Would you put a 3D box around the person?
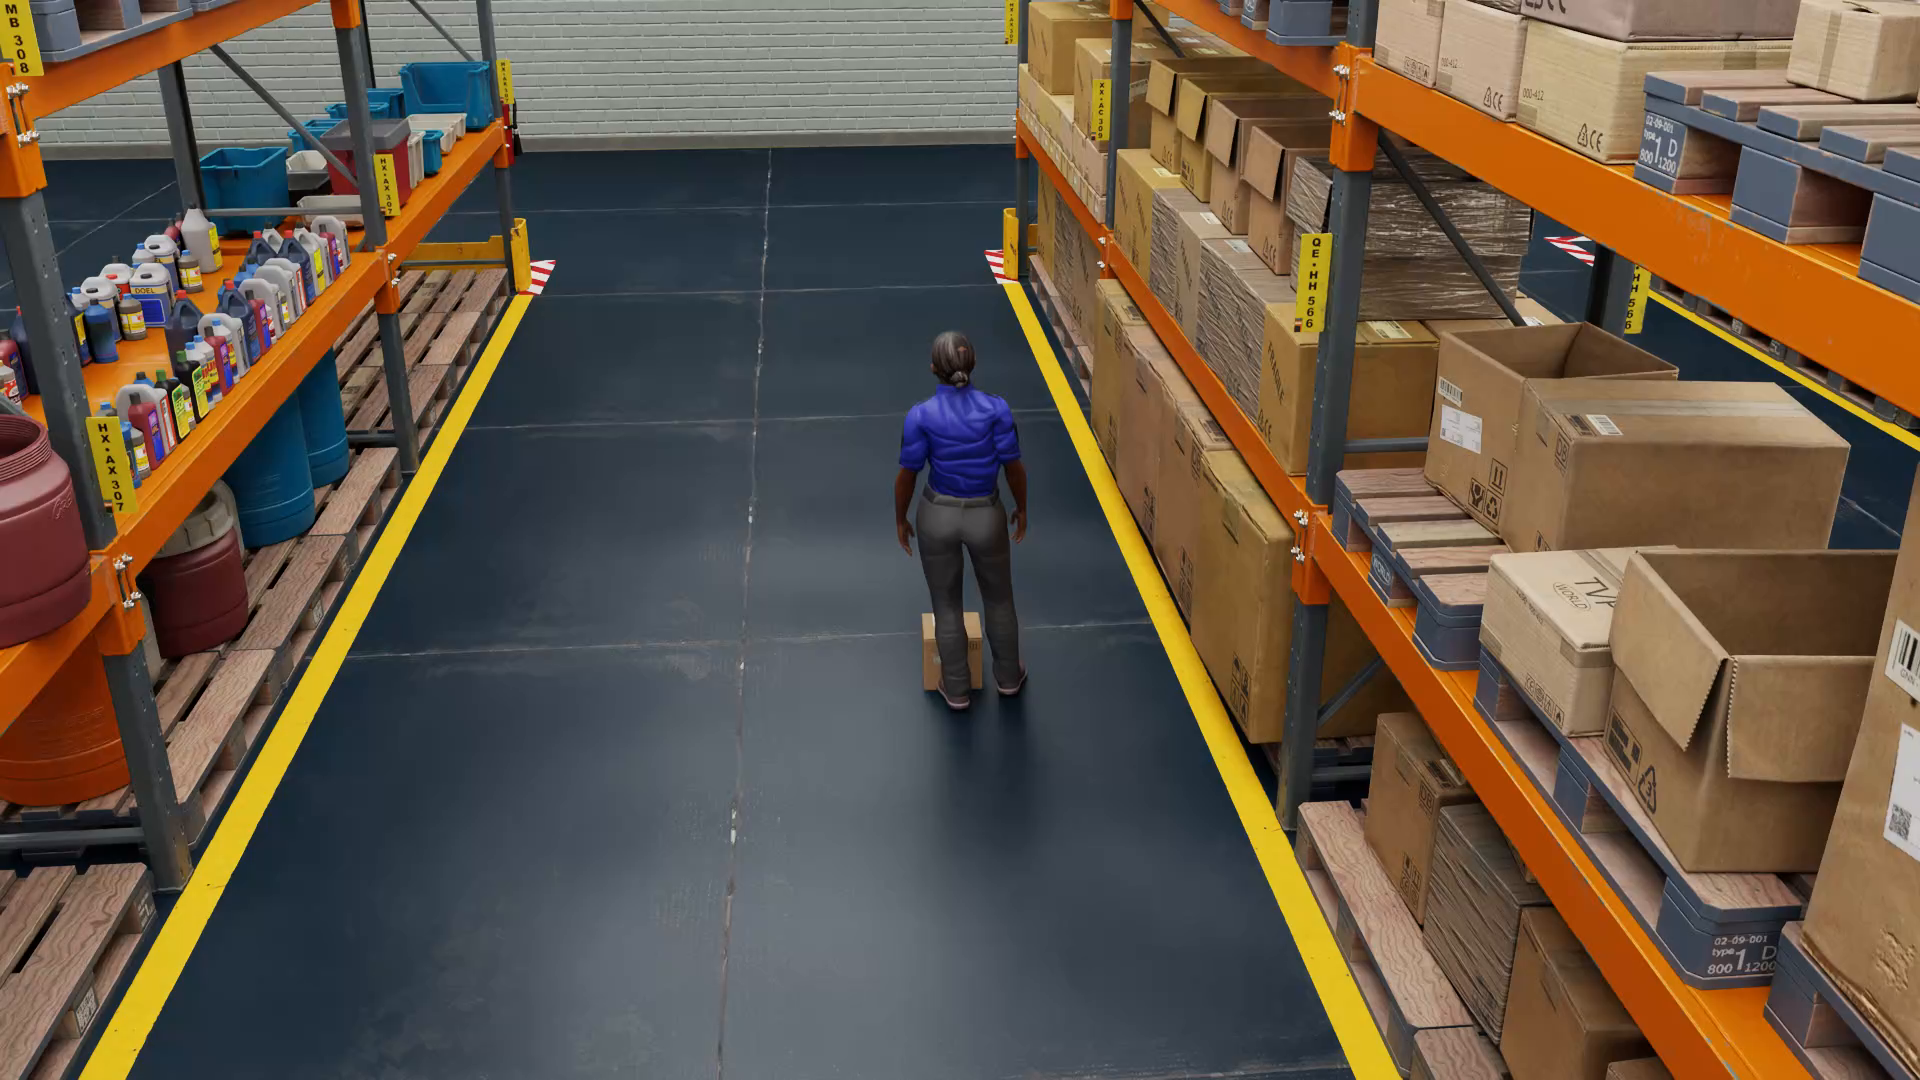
[{"bbox_3d":[0.018,-0.093,6.797,0.569,1.654,0.504,-1,24,-3],"label":"person"}]
